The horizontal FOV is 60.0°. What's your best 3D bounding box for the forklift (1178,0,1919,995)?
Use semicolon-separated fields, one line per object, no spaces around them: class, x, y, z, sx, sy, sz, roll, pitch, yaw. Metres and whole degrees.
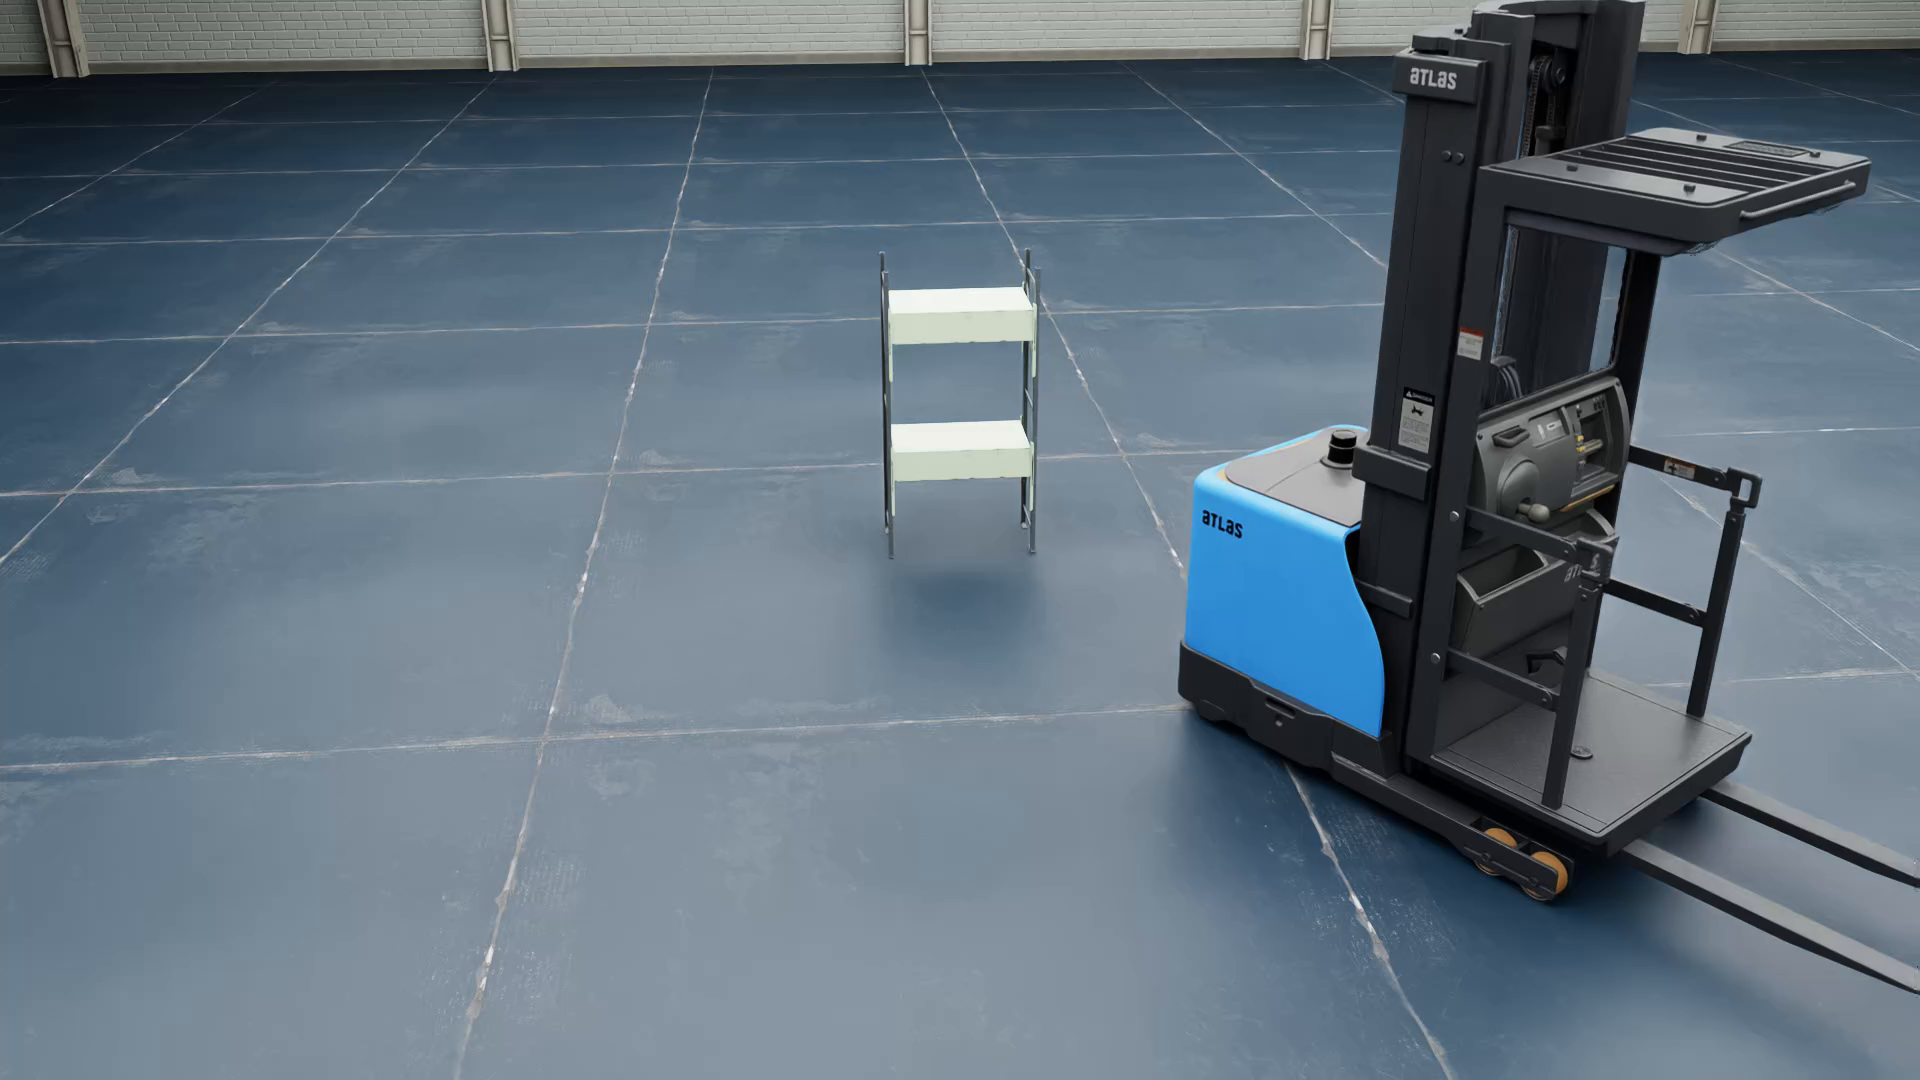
forklift;2.263;-0.297;5.809;1.130;2.935;3.031;-19;30;-36

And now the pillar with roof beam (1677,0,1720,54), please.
pillar with roof beam;11.744;-9.897;19.937;0.400;9.000;9.100;-2;24;-5

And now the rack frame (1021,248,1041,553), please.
rack frame;0.358;-0.700;8.478;0.023;1.500;0.400;-2;24;-5

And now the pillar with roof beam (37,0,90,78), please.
pillar with roof beam;-12.140;-8.939;17.782;0.400;9.000;9.100;-2;24;-5

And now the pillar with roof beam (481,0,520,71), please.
pillar with roof beam;-6.169;-9.178;18.321;0.400;9.000;9.100;-2;24;-5

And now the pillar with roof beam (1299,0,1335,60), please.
pillar with roof beam;5.773;-9.657;19.398;0.400;9.000;9.100;-2;24;-5

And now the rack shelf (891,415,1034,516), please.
rack shelf;-0.007;-0.387;8.577;0.720;0.370;0.431;-2;24;-5

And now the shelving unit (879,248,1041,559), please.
shelving unit;-0.007;-0.685;8.445;0.755;1.500;0.431;-2;24;-5

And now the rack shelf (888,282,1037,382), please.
rack shelf;-0.007;-1.042;8.286;0.720;0.370;0.431;-2;24;-5

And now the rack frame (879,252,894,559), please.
rack frame;-0.371;-0.670;8.412;0.023;1.500;0.400;-2;24;-5

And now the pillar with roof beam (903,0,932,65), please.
pillar with roof beam;-0.198;-9.418;18.859;0.400;9.000;9.100;-2;24;-5
